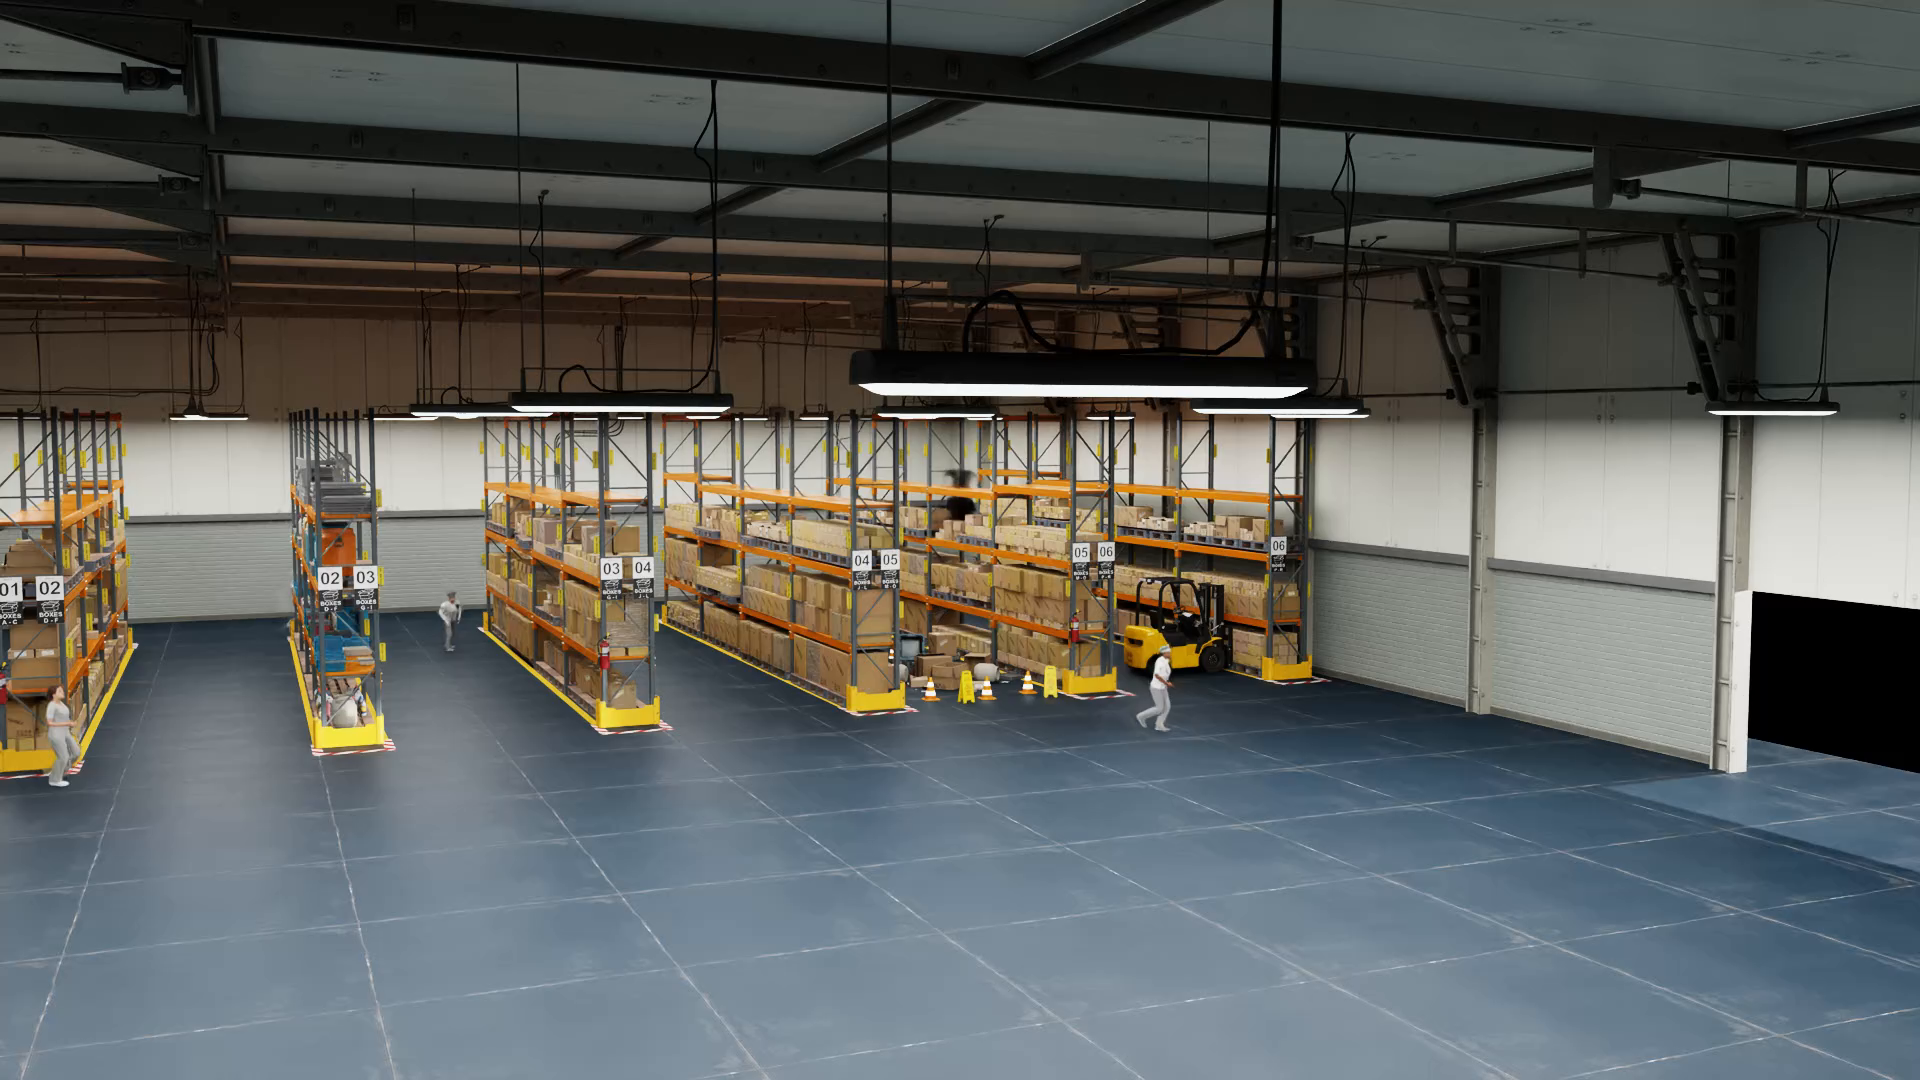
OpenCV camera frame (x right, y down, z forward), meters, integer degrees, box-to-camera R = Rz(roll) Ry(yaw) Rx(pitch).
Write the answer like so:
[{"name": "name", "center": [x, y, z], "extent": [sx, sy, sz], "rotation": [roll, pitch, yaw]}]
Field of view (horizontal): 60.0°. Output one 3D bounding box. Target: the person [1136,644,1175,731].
[{"name": "person", "center": [3.662, 2.748, 30.983], "extent": [0.721, 1.642, 0.574], "rotation": [1, 4, 19]}]

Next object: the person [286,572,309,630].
[{"name": "person", "center": [-17.780, 1.681, 45.099], "extent": [0.981, 1.763, 0.713], "rotation": [-2, 4, -26]}]

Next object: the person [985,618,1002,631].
[{"name": "person", "center": [0.940, 1.782, 43.879], "extent": [0.685, 1.754, 0.721], "rotation": [-3, 5, -38]}]

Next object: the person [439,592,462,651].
[{"name": "person", "center": [-12.826, 2.039, 41.801], "extent": [0.842, 1.518, 0.629], "rotation": [3, 5, 41]}]

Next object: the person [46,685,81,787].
[{"name": "person", "center": [-14.115, 3.080, 26.140], "extent": [0.537, 1.634, 0.548], "rotation": [0, 4, -5]}]
